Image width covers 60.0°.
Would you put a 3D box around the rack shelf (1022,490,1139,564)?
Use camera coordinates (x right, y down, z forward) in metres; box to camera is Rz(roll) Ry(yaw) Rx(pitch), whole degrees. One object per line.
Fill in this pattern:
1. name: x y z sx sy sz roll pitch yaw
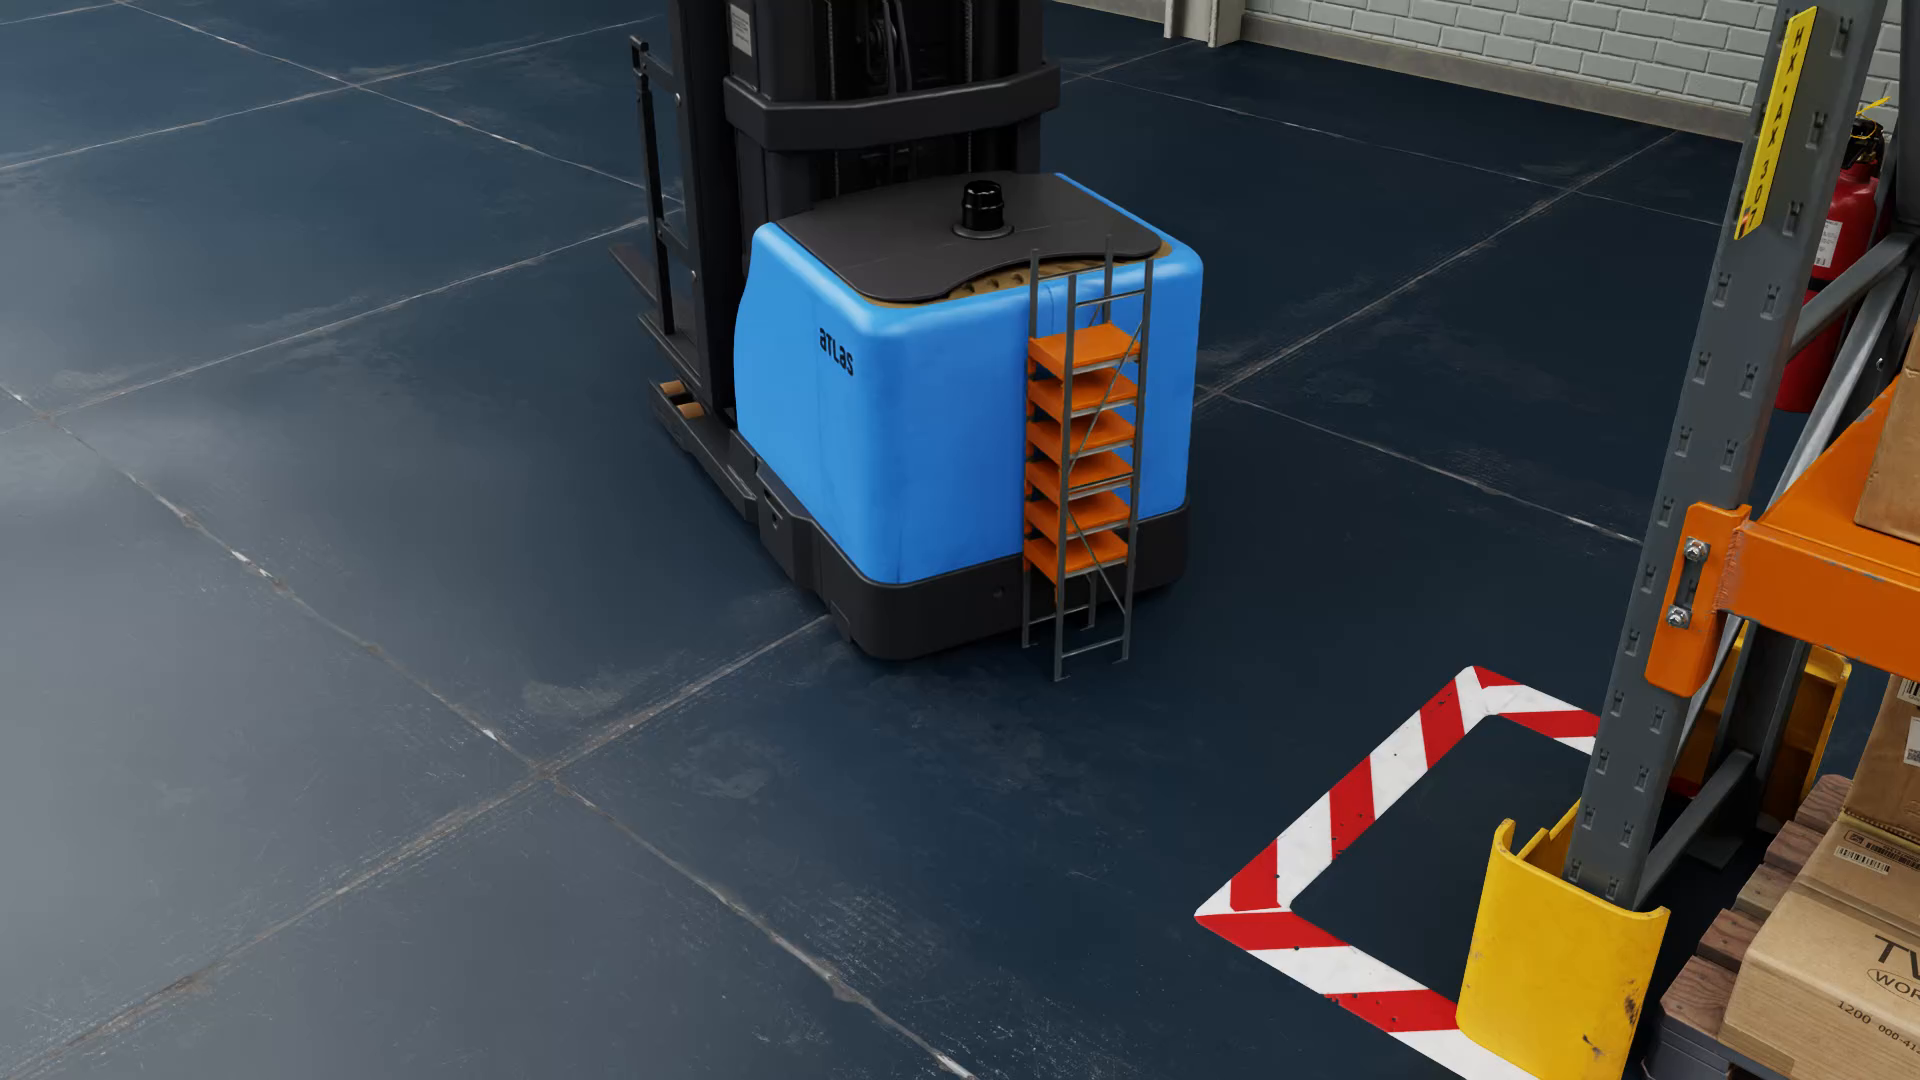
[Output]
1. rack shelf: 0.325 -0.049 4.487 0.258 0.103 0.180 -15 34 -23

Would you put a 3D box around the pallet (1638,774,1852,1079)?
1. pallet: 2.163 1.033 3.329 1.213 0.211 1.003 25 39 35

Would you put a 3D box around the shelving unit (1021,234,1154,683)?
1. shelving unit: 0.325 -0.190 4.402 0.258 1.200 0.189 -15 34 -23

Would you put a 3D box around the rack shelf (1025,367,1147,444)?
1. rack shelf: 0.325 -0.358 4.301 0.258 0.103 0.180 -15 34 -23

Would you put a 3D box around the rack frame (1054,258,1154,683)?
1. rack frame: 0.367 -0.148 4.333 0.240 1.200 0.006 -15 34 -23

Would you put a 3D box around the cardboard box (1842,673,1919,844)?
1. cardboard box: 2.165 0.338 3.311 0.500 0.500 0.500 25 39 35

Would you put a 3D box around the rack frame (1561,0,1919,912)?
1. rack frame: 1.567 -0.410 3.023 0.127 3.000 1.000 25 39 35

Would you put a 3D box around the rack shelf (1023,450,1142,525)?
1. rack shelf: 0.325 -0.152 4.425 0.258 0.103 0.180 -15 34 -23

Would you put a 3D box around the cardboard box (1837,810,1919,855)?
1. cardboard box: 2.163 0.661 3.503 0.500 0.250 0.500 25 39 35

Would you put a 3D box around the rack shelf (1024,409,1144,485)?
1. rack shelf: 0.325 -0.255 4.363 0.258 0.103 0.180 -15 34 -23

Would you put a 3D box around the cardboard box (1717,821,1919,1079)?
1. cardboard box: 1.816 0.859 3.174 0.500 0.250 0.500 25 39 35

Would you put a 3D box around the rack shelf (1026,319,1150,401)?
1. rack shelf: 0.325 -0.460 4.240 0.258 0.103 0.180 -15 34 -23

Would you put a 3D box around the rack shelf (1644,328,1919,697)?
1. rack shelf: 3.050 0.590 2.059 4.000 0.370 1.077 25 39 35

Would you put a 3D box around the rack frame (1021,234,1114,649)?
1. rack frame: 0.283 -0.232 4.472 0.240 1.200 0.006 -15 34 -23

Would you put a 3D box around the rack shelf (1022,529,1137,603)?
1. rack shelf: 0.325 0.054 4.549 0.258 0.103 0.180 -15 34 -23

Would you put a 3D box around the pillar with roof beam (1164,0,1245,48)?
1. pillar with roof beam: -1.349 -5.395 5.486 0.400 9.000 9.100 25 39 35

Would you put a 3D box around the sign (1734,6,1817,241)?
1. sign: 1.191 -0.605 2.430 0.005 0.325 0.100 25 39 35

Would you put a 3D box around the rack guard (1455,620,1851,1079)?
1. rack guard: 1.550 0.652 3.682 0.348 0.500 1.175 25 39 35

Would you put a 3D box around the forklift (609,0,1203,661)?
1. forklift: -0.449 -1.662 5.168 1.130 2.935 3.031 -15 34 -23

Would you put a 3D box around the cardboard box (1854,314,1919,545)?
1. cardboard box: 1.905 -0.287 2.721 0.500 0.500 0.700 25 39 35

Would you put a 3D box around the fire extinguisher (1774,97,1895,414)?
1. fire extinguisher: 1.792 -0.596 3.406 0.183 0.674 0.296 25 39 35
